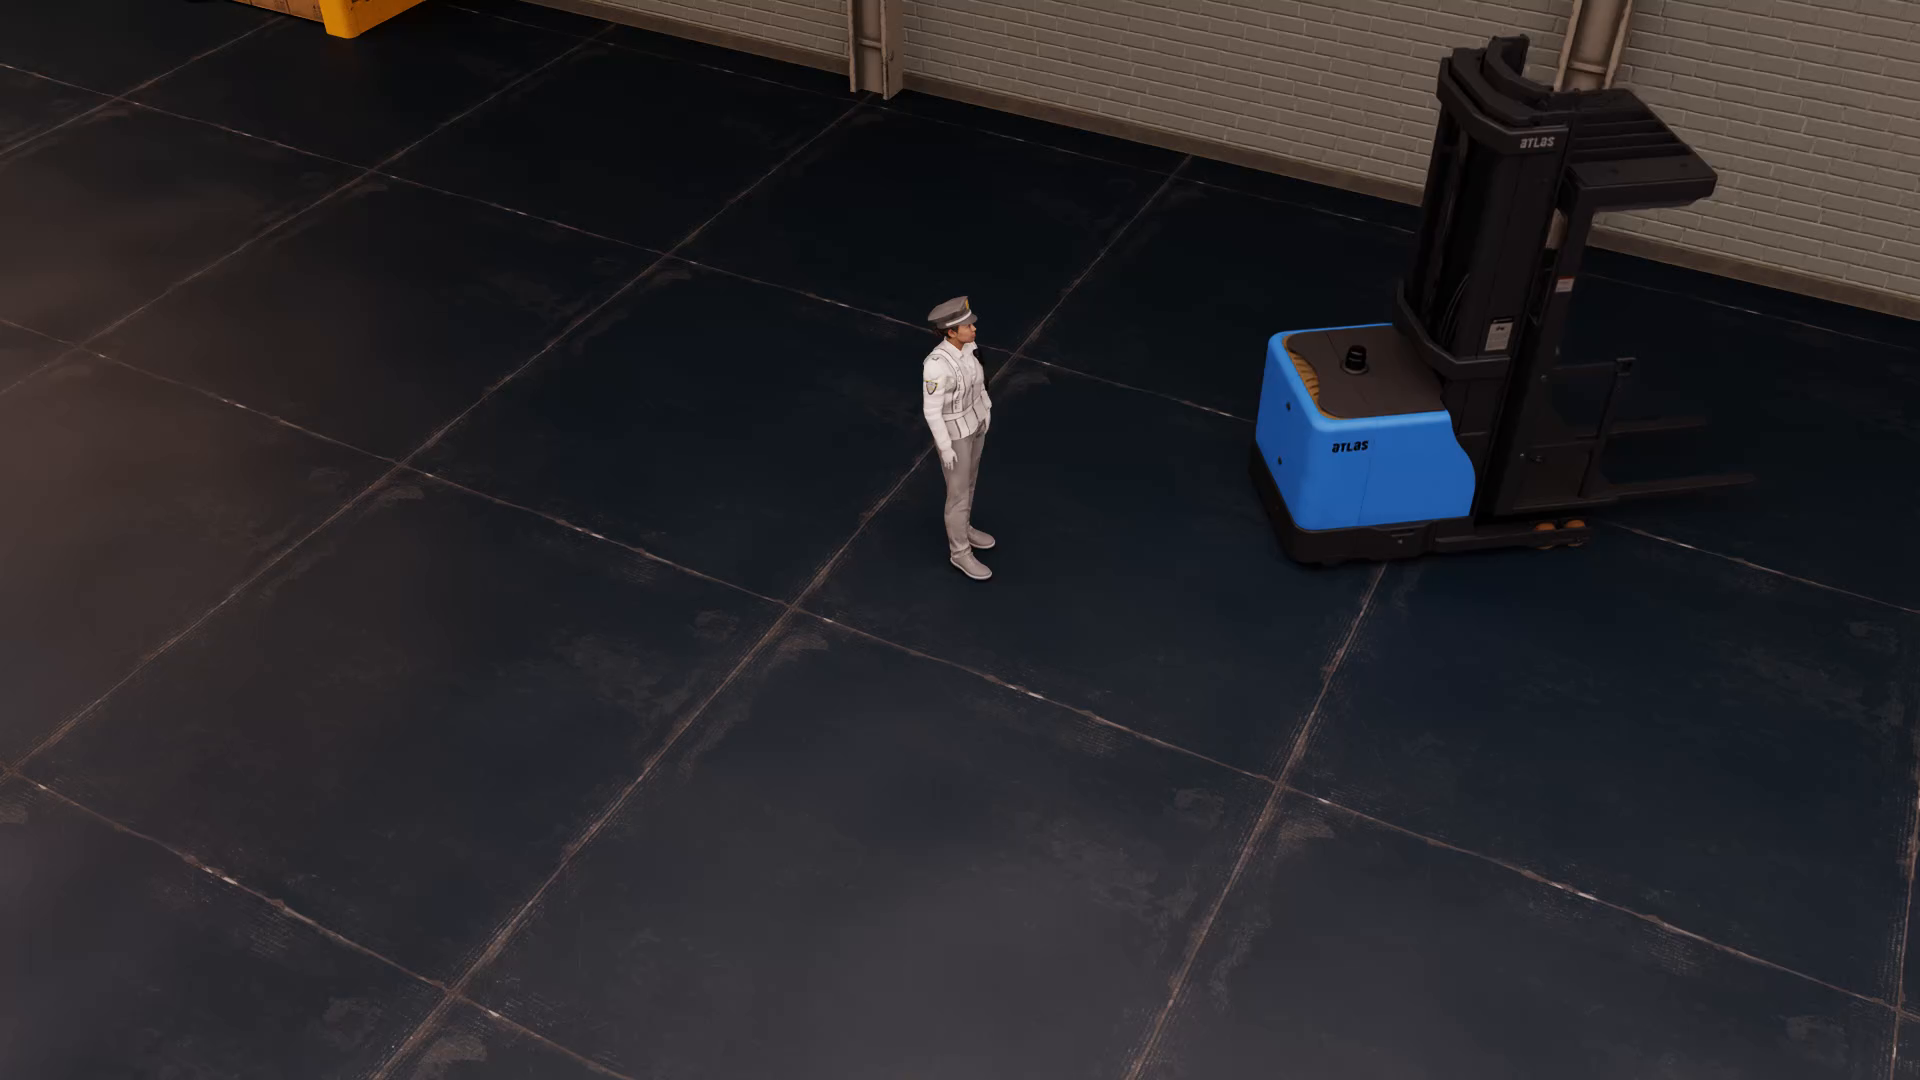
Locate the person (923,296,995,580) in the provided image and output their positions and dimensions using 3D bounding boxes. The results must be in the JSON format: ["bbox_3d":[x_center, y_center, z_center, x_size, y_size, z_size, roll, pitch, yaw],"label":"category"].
[{"bbox_3d":[0.065,-0.626,9.681,0.515,1.694,0.588,18,43,21],"label":"person"}]

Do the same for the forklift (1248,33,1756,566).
[{"bbox_3d":[3.418,-1.396,9.644,3.031,2.935,1.130,-5,40,-6],"label":"forklift"}]
